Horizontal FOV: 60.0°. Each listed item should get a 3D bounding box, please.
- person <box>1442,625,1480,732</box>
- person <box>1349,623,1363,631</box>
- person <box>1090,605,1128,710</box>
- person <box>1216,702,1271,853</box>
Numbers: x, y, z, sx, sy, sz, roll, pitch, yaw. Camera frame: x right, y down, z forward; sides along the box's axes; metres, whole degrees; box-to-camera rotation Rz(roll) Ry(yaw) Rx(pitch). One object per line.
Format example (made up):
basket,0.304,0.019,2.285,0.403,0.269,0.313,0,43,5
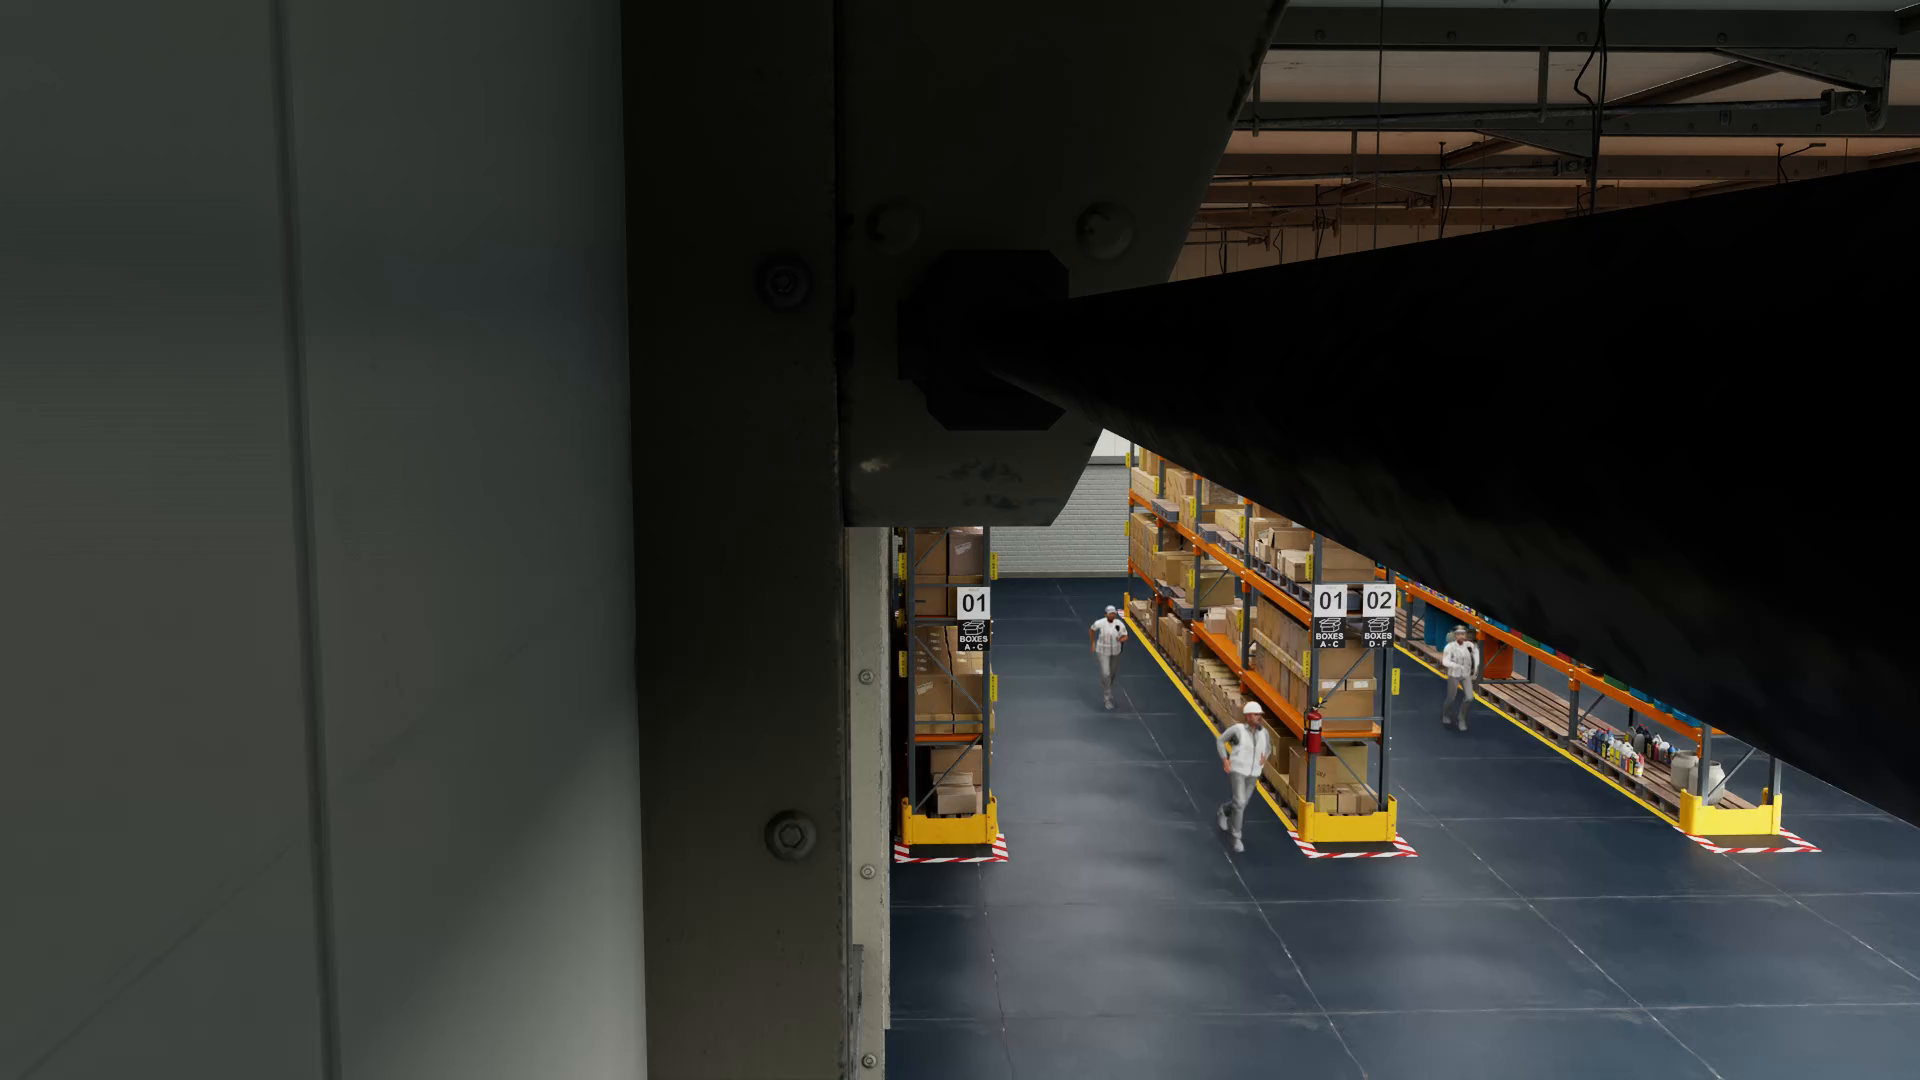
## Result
person,7.864,2.151,26.125,0.628,1.688,0.838,0,7,3
person,7.159,1.754,29.448,0.617,1.634,0.837,-1,7,-6
person,2.503,1.930,27.905,0.580,1.711,0.834,-1,7,-11
person,3.516,2.856,20.522,0.691,1.761,0.886,-3,8,-20
